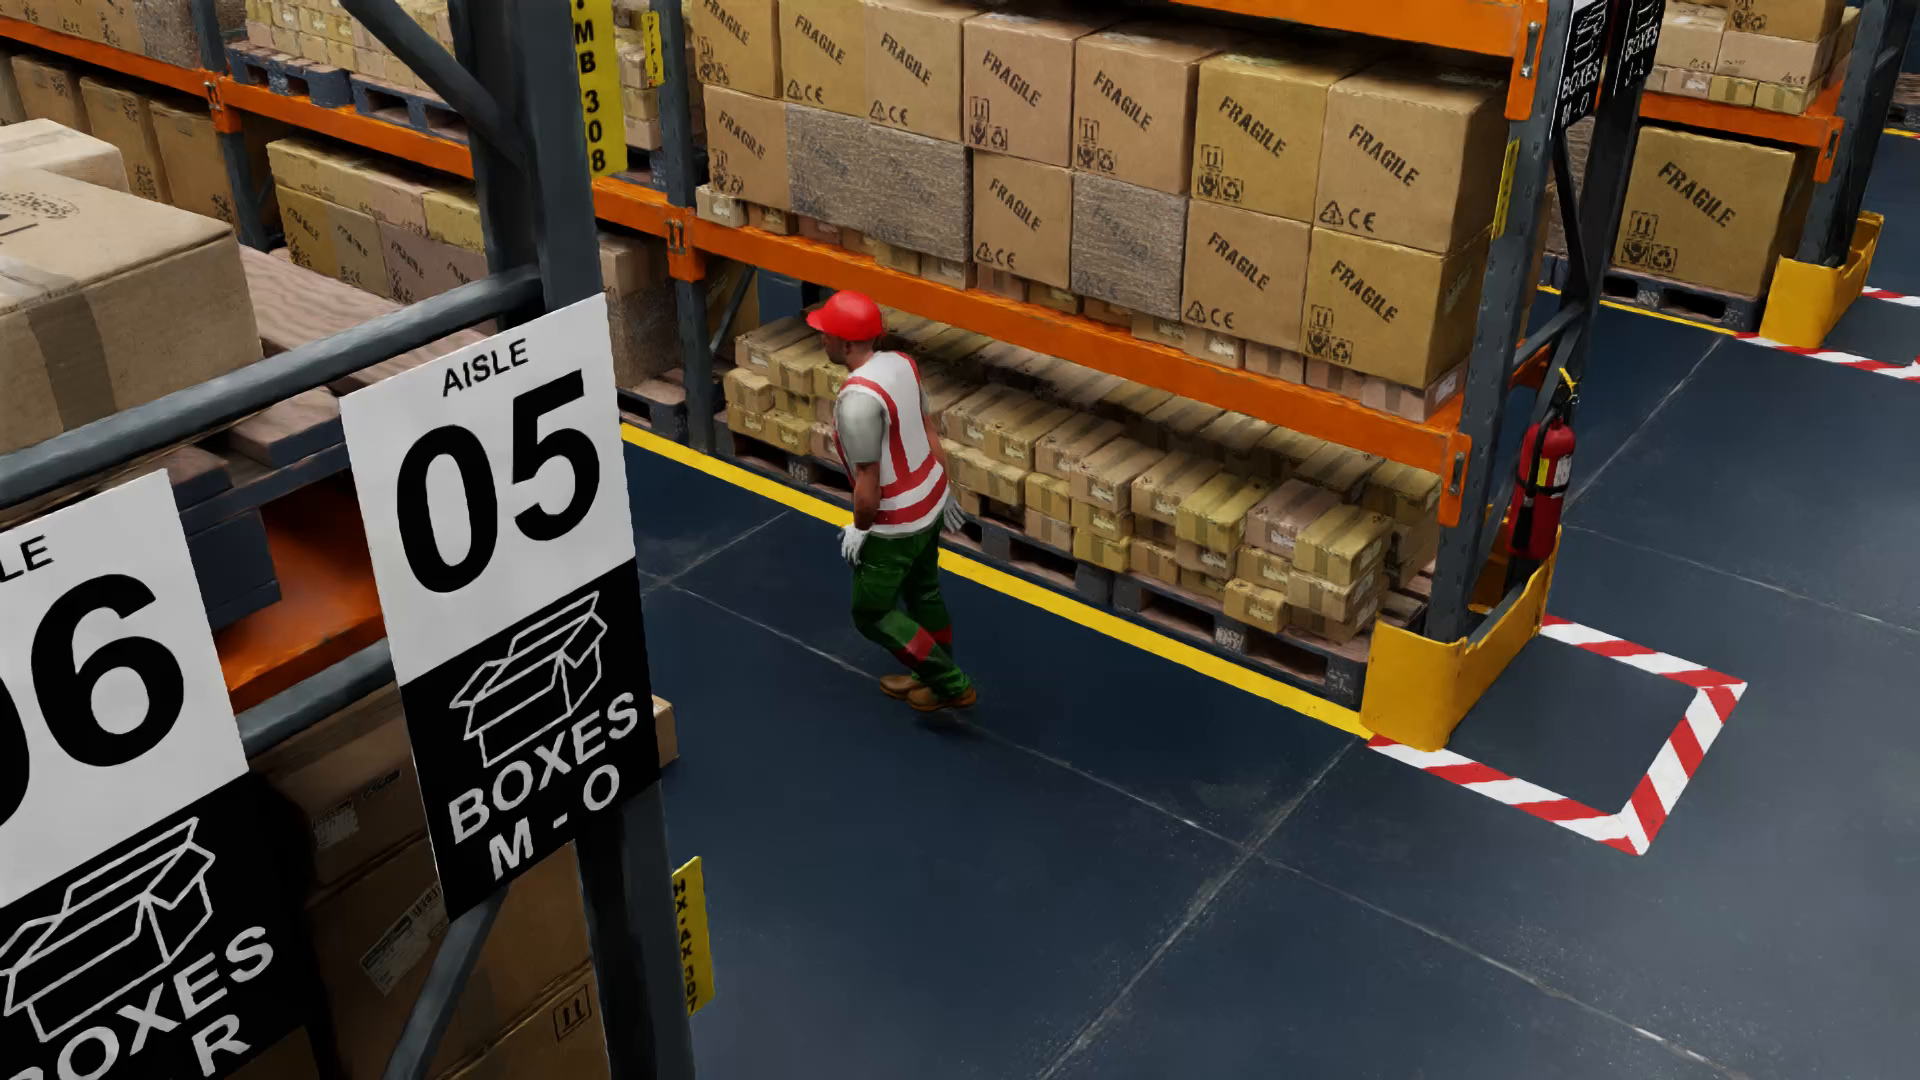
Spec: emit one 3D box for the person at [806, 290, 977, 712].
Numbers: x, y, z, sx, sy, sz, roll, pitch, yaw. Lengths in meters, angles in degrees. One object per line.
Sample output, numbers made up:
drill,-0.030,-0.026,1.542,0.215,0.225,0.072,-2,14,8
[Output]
person,-0.229,-0.091,6.277,0.675,1.761,0.539,9,32,15
